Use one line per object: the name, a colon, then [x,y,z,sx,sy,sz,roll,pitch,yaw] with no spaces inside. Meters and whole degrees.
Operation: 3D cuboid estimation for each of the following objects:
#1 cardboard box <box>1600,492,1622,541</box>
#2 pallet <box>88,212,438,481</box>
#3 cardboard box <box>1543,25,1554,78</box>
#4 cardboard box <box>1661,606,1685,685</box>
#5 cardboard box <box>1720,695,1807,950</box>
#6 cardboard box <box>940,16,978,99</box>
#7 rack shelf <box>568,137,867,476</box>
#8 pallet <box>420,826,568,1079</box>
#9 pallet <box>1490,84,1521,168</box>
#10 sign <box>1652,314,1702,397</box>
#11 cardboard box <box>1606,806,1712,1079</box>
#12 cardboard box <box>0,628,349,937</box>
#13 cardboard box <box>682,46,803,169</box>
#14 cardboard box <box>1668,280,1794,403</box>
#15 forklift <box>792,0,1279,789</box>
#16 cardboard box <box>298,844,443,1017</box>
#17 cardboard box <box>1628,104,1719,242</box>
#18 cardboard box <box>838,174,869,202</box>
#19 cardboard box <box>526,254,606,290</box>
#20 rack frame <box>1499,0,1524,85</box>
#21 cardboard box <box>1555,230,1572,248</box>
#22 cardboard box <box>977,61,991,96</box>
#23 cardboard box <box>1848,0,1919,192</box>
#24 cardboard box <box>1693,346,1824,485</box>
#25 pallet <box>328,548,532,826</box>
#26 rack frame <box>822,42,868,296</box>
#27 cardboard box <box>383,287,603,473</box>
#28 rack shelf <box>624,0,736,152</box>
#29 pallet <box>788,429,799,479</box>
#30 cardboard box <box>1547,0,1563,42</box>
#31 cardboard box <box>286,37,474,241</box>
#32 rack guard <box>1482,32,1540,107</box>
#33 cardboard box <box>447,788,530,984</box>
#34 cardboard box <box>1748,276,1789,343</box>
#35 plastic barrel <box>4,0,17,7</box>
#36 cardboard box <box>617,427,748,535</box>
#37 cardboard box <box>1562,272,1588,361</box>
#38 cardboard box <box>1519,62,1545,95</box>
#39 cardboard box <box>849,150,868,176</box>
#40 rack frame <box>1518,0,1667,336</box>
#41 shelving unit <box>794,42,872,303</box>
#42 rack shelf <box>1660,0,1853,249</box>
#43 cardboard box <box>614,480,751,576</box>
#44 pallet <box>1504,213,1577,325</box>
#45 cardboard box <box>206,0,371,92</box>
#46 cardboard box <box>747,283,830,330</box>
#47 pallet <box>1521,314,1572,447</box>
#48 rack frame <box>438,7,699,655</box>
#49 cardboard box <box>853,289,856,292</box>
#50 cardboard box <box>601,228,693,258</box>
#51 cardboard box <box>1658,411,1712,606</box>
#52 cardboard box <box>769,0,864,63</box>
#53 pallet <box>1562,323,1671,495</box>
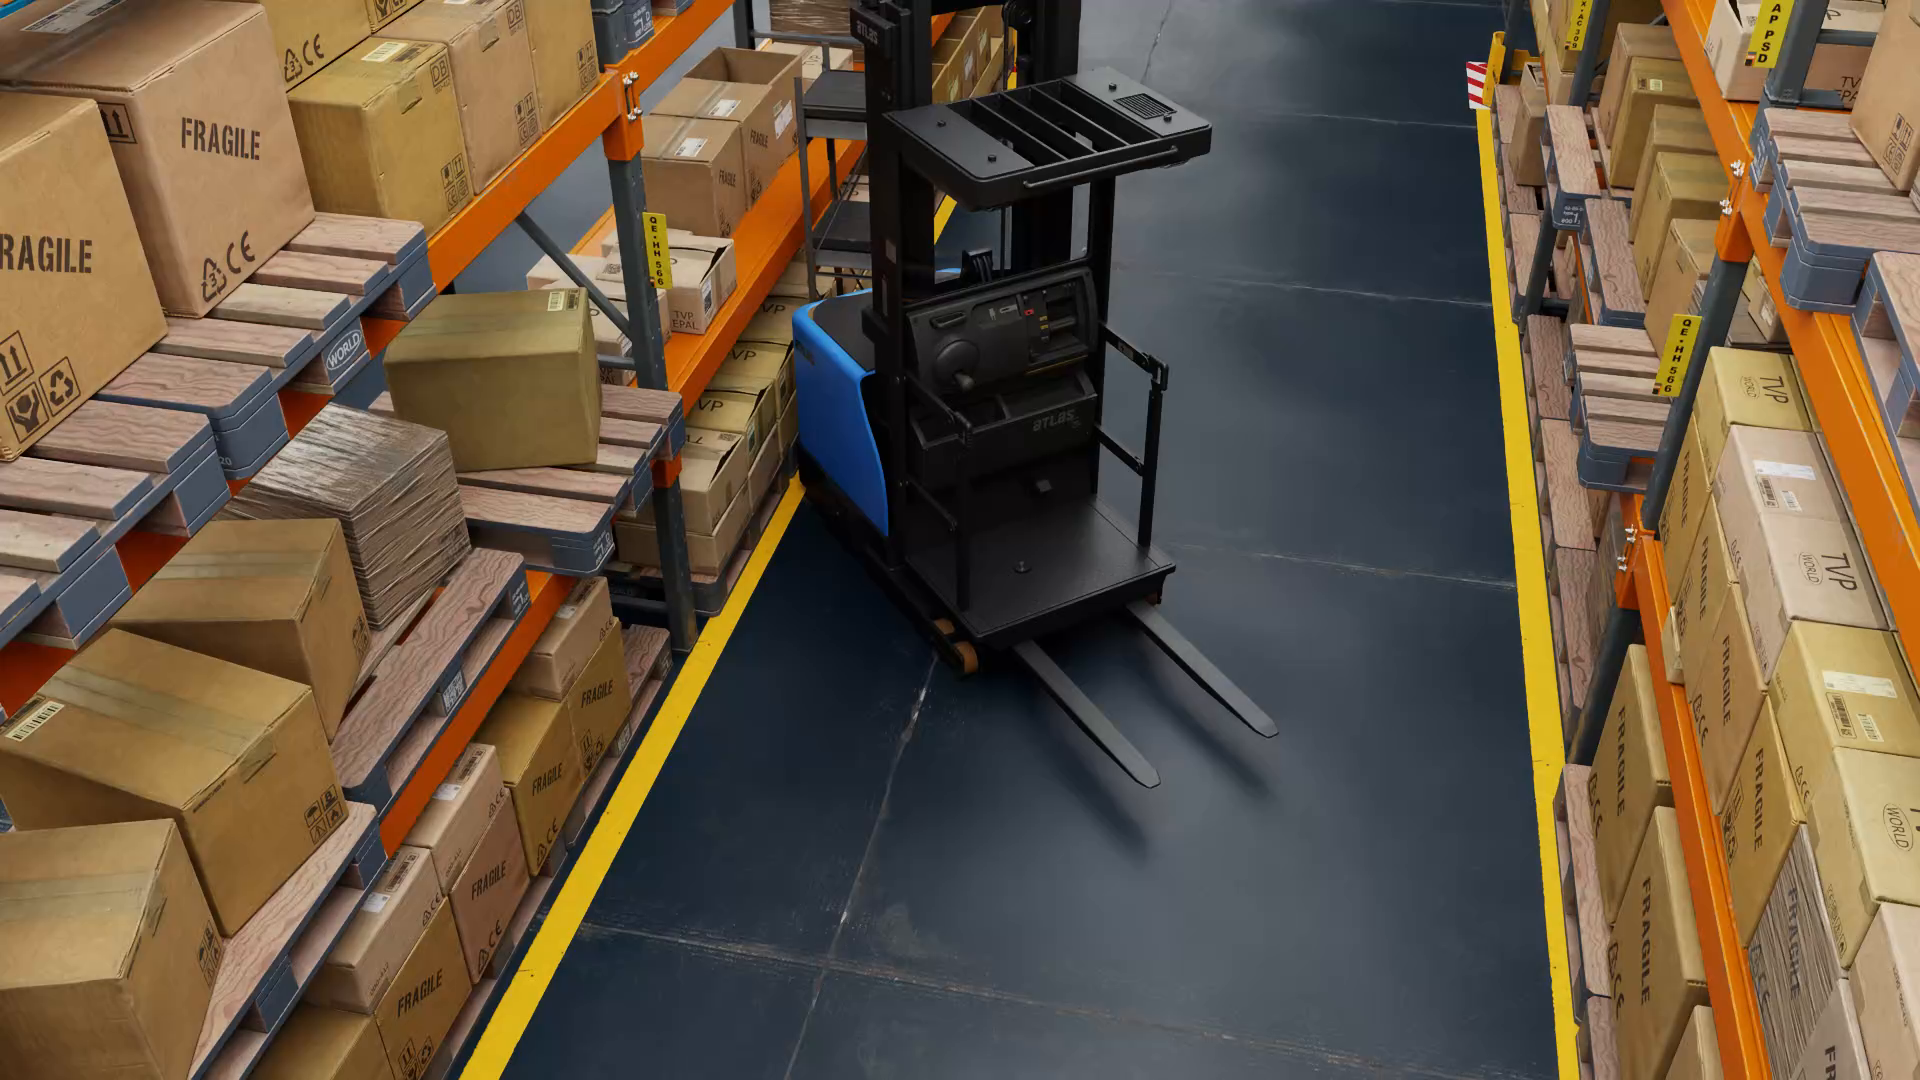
cardboard box: [3.427,-0.025,7.753,0.700,0.500,0.500,7,37,10]
pallet: [-2.168,-0.583,4.372,1.213,0.211,1.003,7,37,10]
cardboard box: [3.874,-2.993,10.205,0.500,0.250,0.500,7,37,10]
cardboard box: [2.602,0.380,5.637,0.380,0.149,0.250,8,37,11]
cardboard box: [2.415,0.802,4.502,0.500,0.500,0.500,8,37,11]
cardboard box: [-0.162,-3.518,12.164,0.500,0.500,0.500,7,37,10]
rack shelf: [-1.313,-1.633,8.830,1.077,0.370,4.000,7,37,10]
pallet: [-2.199,1.472,6.309,1.003,0.211,1.213,7,37,10]
pallet: [4.585,-3.111,12.633,1.003,0.211,1.213,7,37,10]
sign: [2.568,-0.658,5.953,0.100,0.325,0.005,7,37,10]
cardboard box: [2.622,1.448,5.440,0.750,0.750,0.750,7,37,10]
cardboard box: [-2.190,0.660,4.611,0.700,0.500,0.500,13,38,17]
cardboard box: [-1.178,-2.371,9.150,0.500,0.500,0.500,10,37,13]
cardboard box: [3.191,-0.648,6.398,0.700,0.500,0.500,3,36,4]
forklift: [0.310,-0.867,7.219,1.130,2.935,3.031,-18,40,-24]
cardboard box: [-2.039,1.226,5.388,0.500,0.250,0.500,7,37,10]
cardboard box: [3.576,-1.682,7.825,0.700,0.500,0.500,12,38,16]
cardboard box: [-0.692,-2.086,10.350,0.500,0.311,0.500,7,37,10]
cardboard box: [-1.818,-1.226,7.869,0.380,0.149,0.250,7,37,10]
rack frame: [4.809,-4.745,12.511,1.000,3.000,0.127,7,37,10]
cardboard box: [4.137,-2.218,10.779,0.500,0.500,0.500,5,36,6]
cardboard box: [-0.057,-3.501,12.780,0.500,0.250,0.500,7,37,10]
cardboard box: [3.055,-1.312,4.758,0.700,0.500,0.500,5,36,6]
cardboard box: [2.745,-0.387,5.503,0.500,0.250,0.500,8,37,11]
pallet: [-2.151,0.416,5.554,1.003,0.211,1.213,7,37,10]
rack frame: [-0.490,-1.638,8.985,0.400,2.100,0.015,7,36,10]
cardboard box: [-1.764,-0.613,6.366,0.700,0.500,0.500,-4,36,-6]
rack shelf: [-1.313,-2.847,7.949,1.077,0.370,4.000,7,37,10]
pallet: [-1.263,-0.813,9.461,1.003,0.211,1.213,7,37,10]
cardboard box: [3.855,-3.299,9.988,0.500,0.500,0.500,7,37,10]
cardboard box: [-2.020,-1.187,4.961,0.910,0.500,0.500,7,37,10]
rack guard: [4.793,-3.689,13.184,1.175,0.500,0.348,7,37,10]
cardboard box: [-1.927,1.221,6.035,0.500,0.500,0.500,6,36,8]
cardboard box: [3.145,-0.841,6.112,0.380,0.149,0.250,3,36,4]
plastic barrel: [-6.102,-3.713,10.660,0.600,0.901,0.708,7,37,10]
cardboard box: [-1.341,-0.324,7.919,0.500,0.311,0.500,9,37,12]
cardboard box: [3.814,-1.194,9.366,0.700,0.500,0.500,9,37,12]
cardboard box: [4.573,-3.449,12.639,0.500,0.311,0.500,3,36,5]
cardboard box: [-0.480,-2.657,10.977,0.500,0.500,0.500,7,37,10]
rack frame: [3.955,-2.452,9.347,1.000,3.000,0.127,7,37,10]
shelving unit: [-0.541,-1.499,8.791,0.431,2.100,0.503,7,36,10]
rack shelf: [3.528,-2.228,7.096,1.077,0.370,4.000,7,37,10]
cardboard box: [-1.341,-0.097,8.084,0.500,0.250,0.500,7,37,10]
pallet: [4.064,-1.712,10.702,1.003,0.211,1.213,7,37,10]
cardboard box: [-2.057,-1.603,4.683,0.500,0.500,0.500,7,37,10]
cardboard box: [-1.017,-1.214,9.146,0.500,0.311,0.500,7,36,9]
pallet: [3.790,-0.876,9.549,1.003,0.211,1.213,7,37,10]
rack frame: [-1.740,-0.777,7.036,1.000,3.000,0.127,7,37,10]
cardboard box: [-0.909,-1.270,9.702,0.500,0.250,0.500,8,37,11]
cardboard box: [-1.522,-1.414,8.129,0.380,0.149,0.250,10,37,13]
cardboard box: [2.747,-0.081,5.720,0.500,0.500,0.500,8,37,11]
cardboard box: [-0.797,-3.366,10.523,0.700,0.500,0.500,6,36,9]
pallet: [3.149,-0.503,6.821,1.213,0.211,1.003,7,37,10]
